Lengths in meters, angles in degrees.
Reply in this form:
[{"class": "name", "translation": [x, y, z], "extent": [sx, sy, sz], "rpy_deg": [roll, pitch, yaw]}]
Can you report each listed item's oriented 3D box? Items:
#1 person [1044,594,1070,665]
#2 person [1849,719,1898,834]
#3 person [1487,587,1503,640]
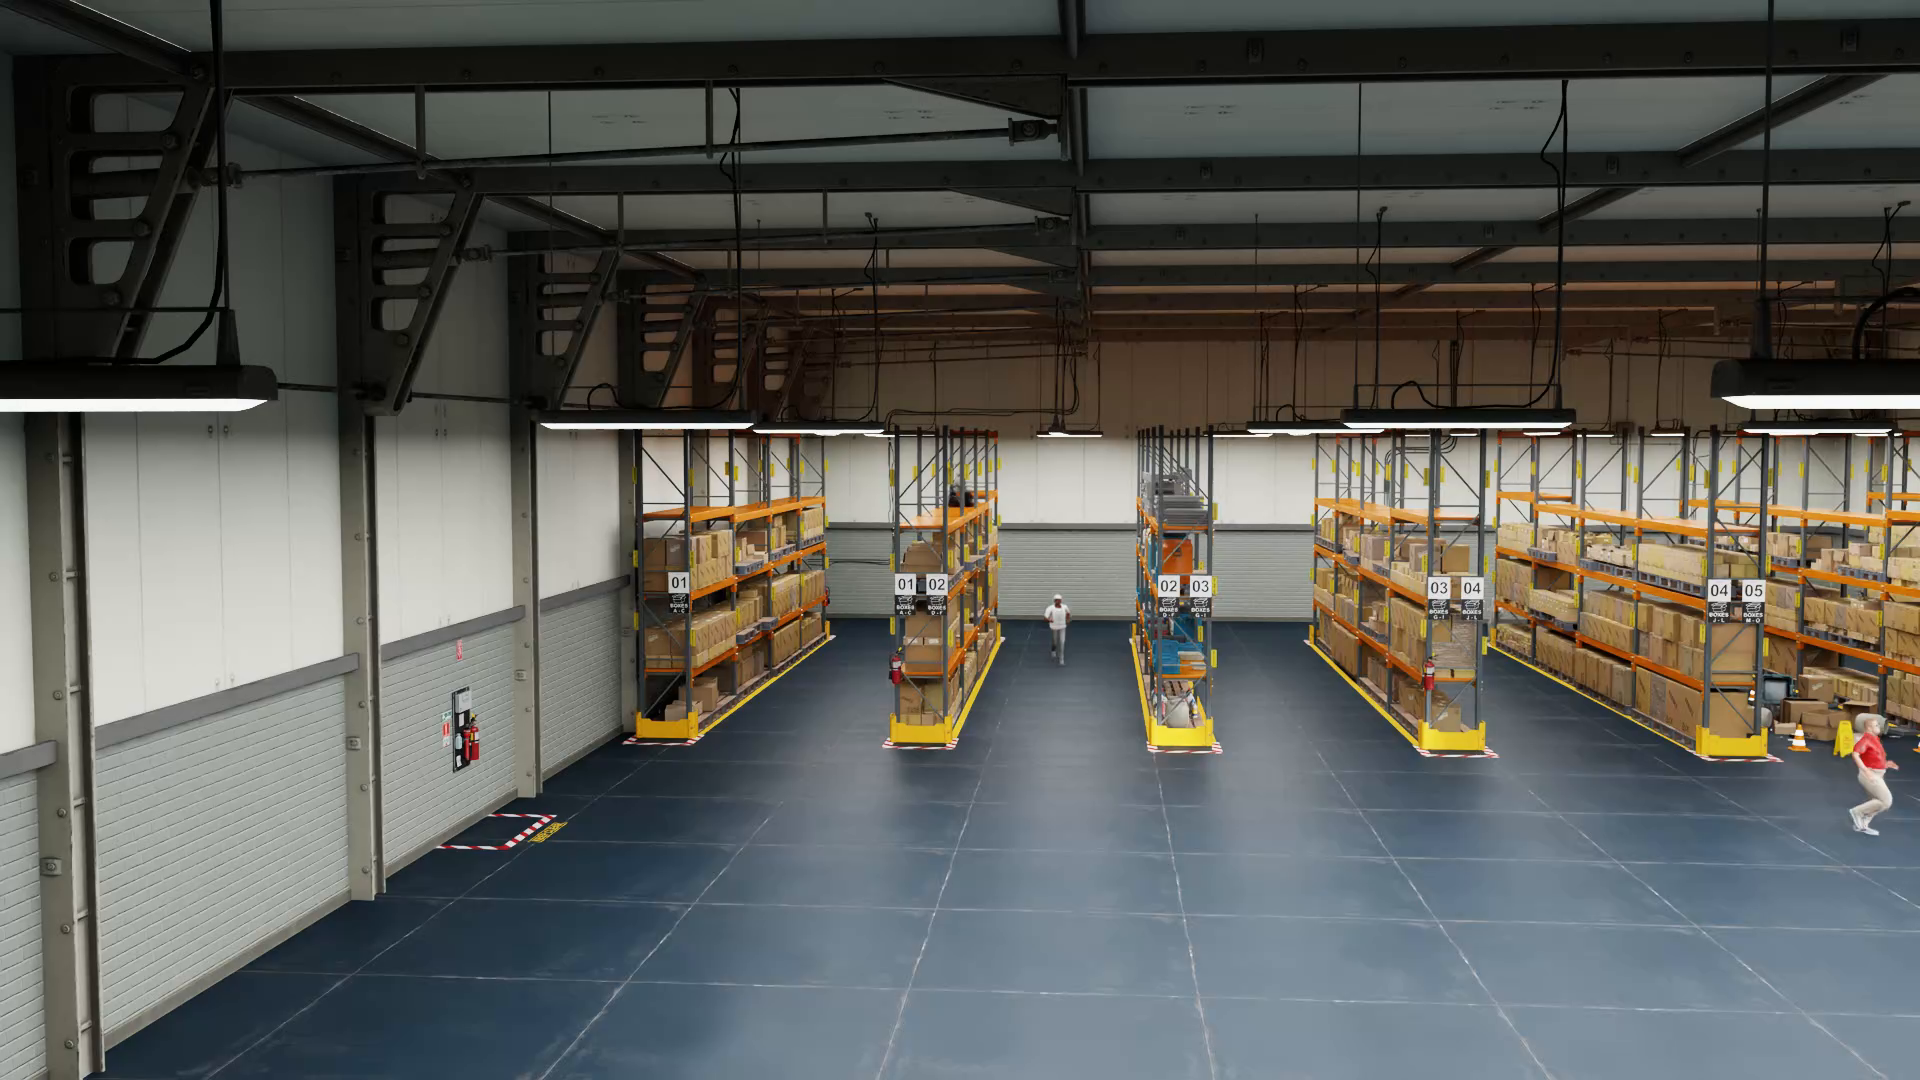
[{"class": "person", "translation": [2.507, 2.274, 42.645], "extent": [0.699, 1.773, 0.967], "rpy_deg": [0, 3, -7]}, {"class": "person", "translation": [13.250, 3.433, 24.093], "extent": [0.590, 1.686, 0.657], "rpy_deg": [2, 4, 34]}, {"class": "person", "translation": [15.319, 2.060, 47.424], "extent": [0.709, 1.643, 0.658], "rpy_deg": [0, 3, -1]}]
